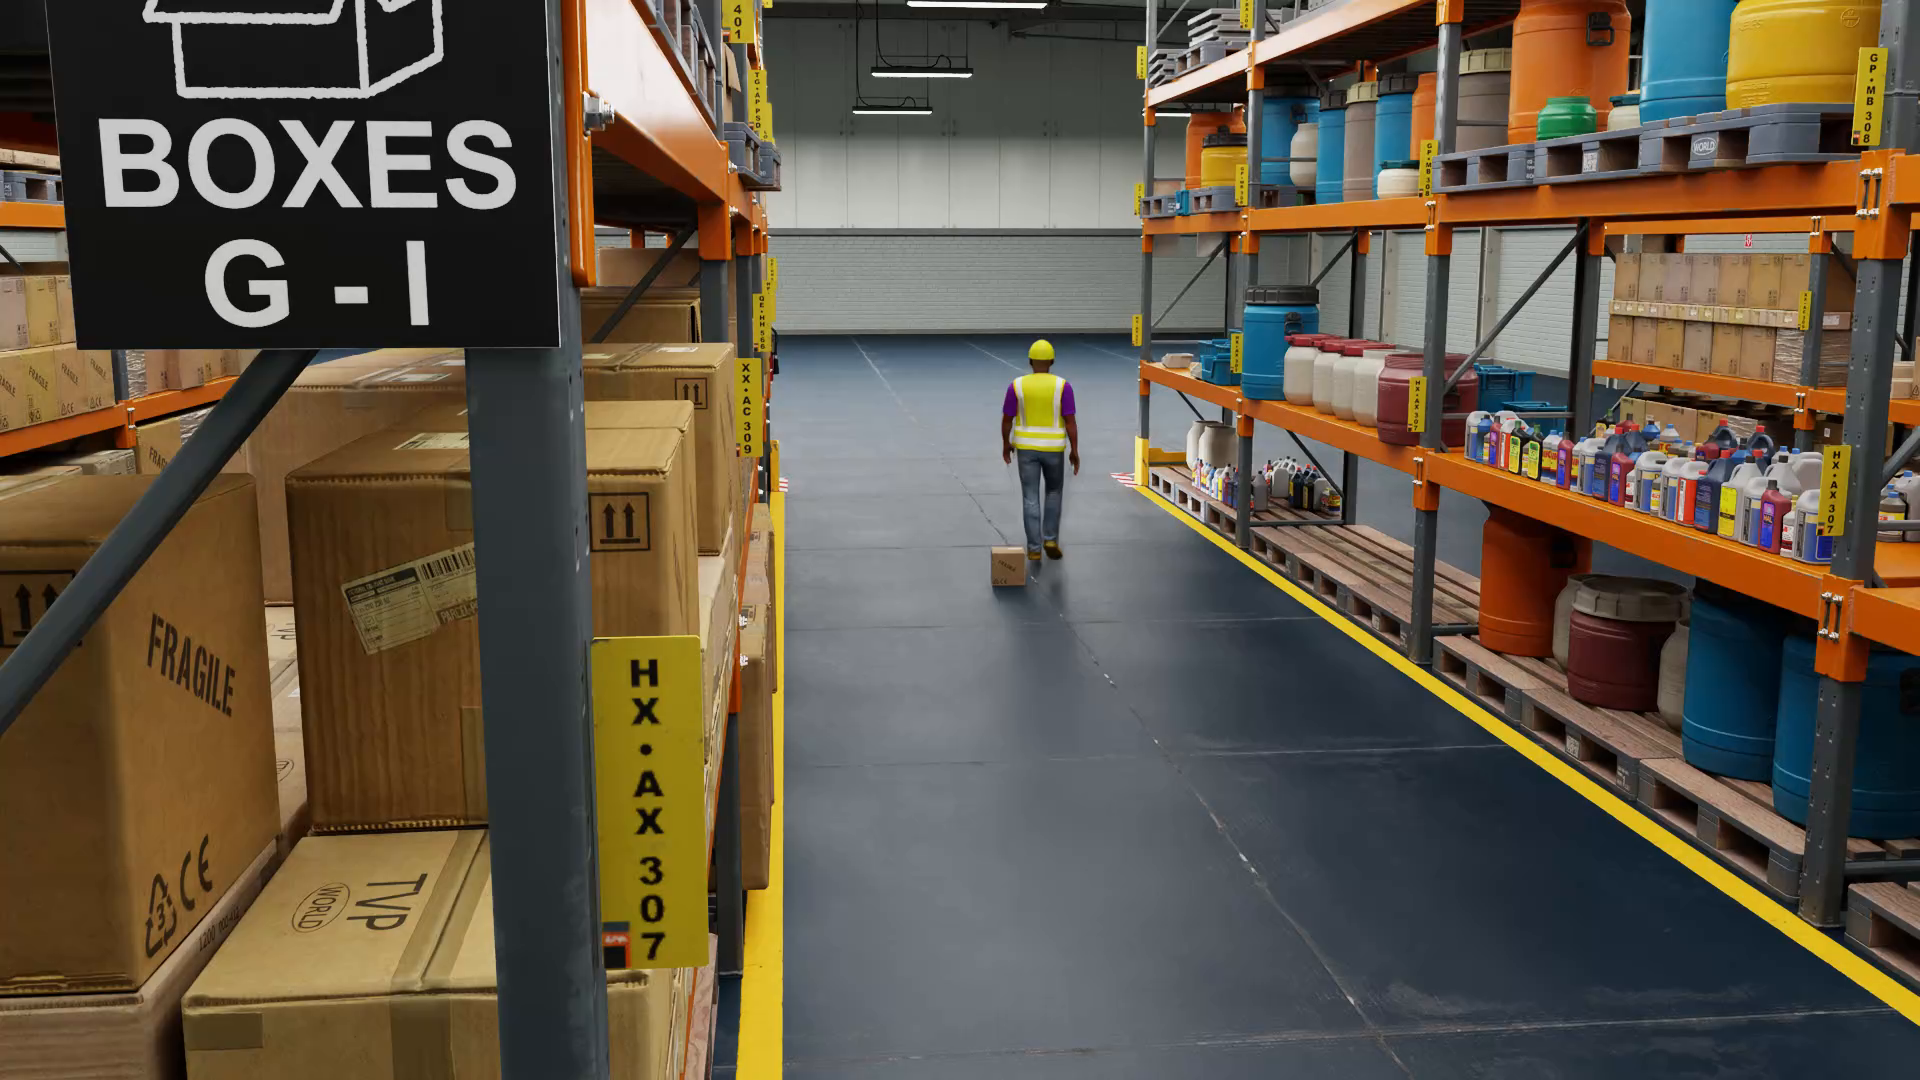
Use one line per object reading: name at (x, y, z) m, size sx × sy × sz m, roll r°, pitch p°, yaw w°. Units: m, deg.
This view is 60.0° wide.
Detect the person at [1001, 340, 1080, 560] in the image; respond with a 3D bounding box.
person at (0.648, -0.708, 13.444) m, size 0.627 × 1.818 × 0.687 m, roll 0°, pitch 10°, yaw 1°
